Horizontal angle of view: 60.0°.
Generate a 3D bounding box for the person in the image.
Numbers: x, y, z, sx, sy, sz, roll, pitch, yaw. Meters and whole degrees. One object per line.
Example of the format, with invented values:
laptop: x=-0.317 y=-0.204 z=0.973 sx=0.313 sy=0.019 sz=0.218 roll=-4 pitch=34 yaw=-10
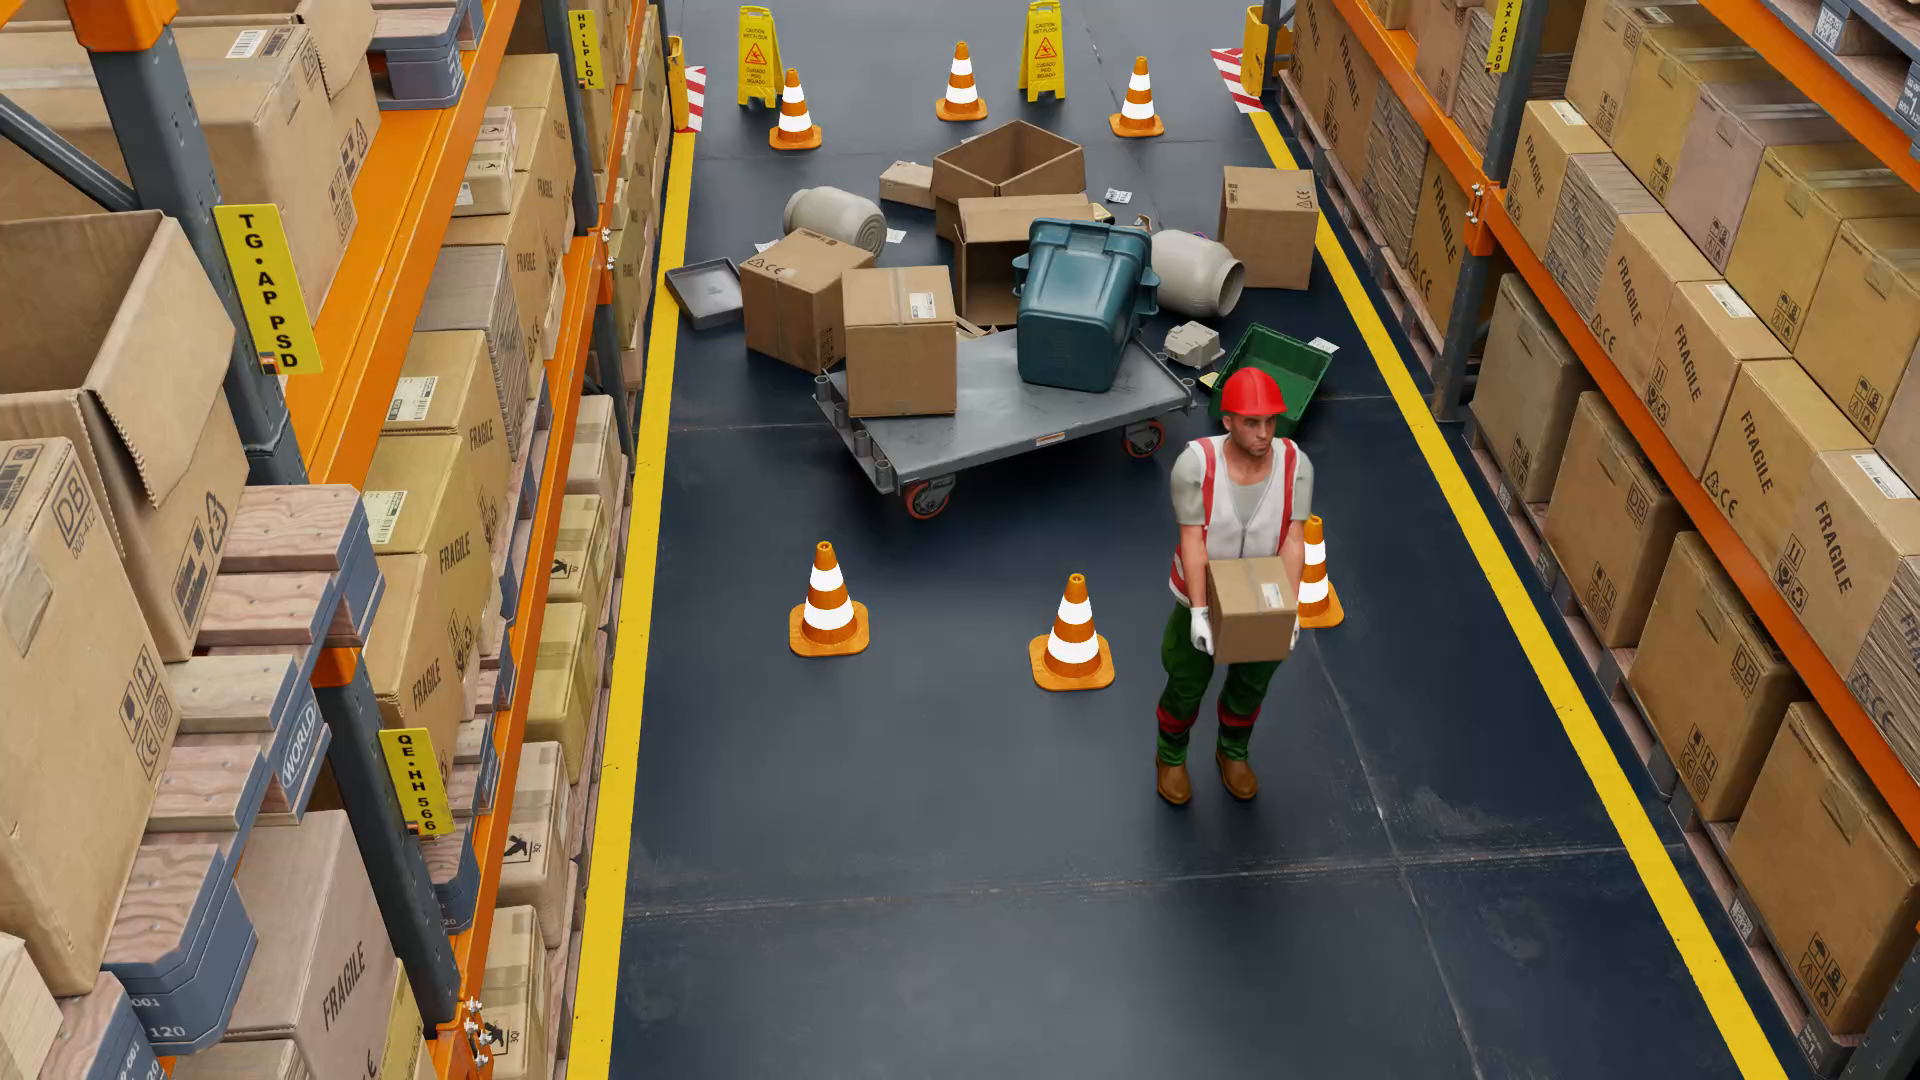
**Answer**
person: x=0.965 y=0.254 z=5.824 sx=0.493 sy=1.782 sz=0.564 roll=-3 pitch=39 yaw=-4
